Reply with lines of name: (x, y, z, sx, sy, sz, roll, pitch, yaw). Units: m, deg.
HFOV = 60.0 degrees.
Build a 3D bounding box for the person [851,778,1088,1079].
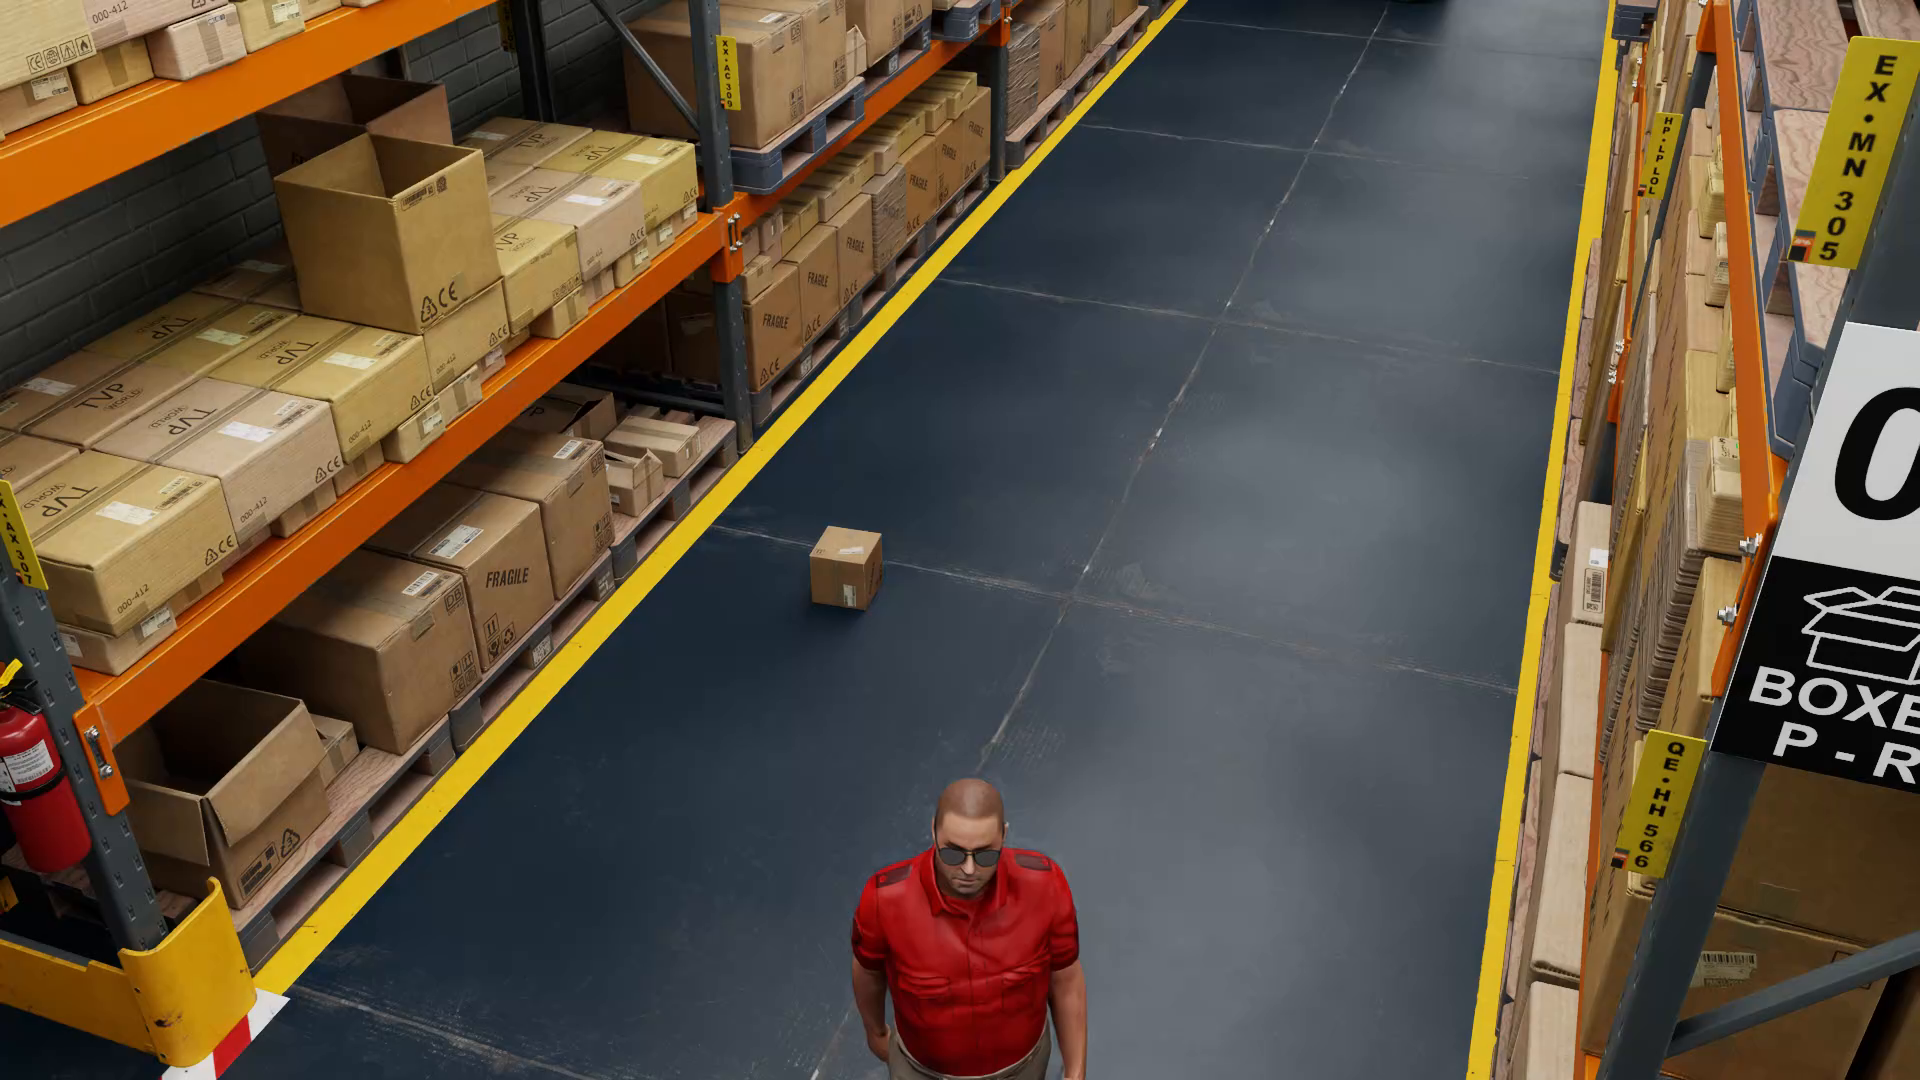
person: (0.044, 1.351, 4.116, 0.543, 1.770, 0.799, -7, 34, -11)
